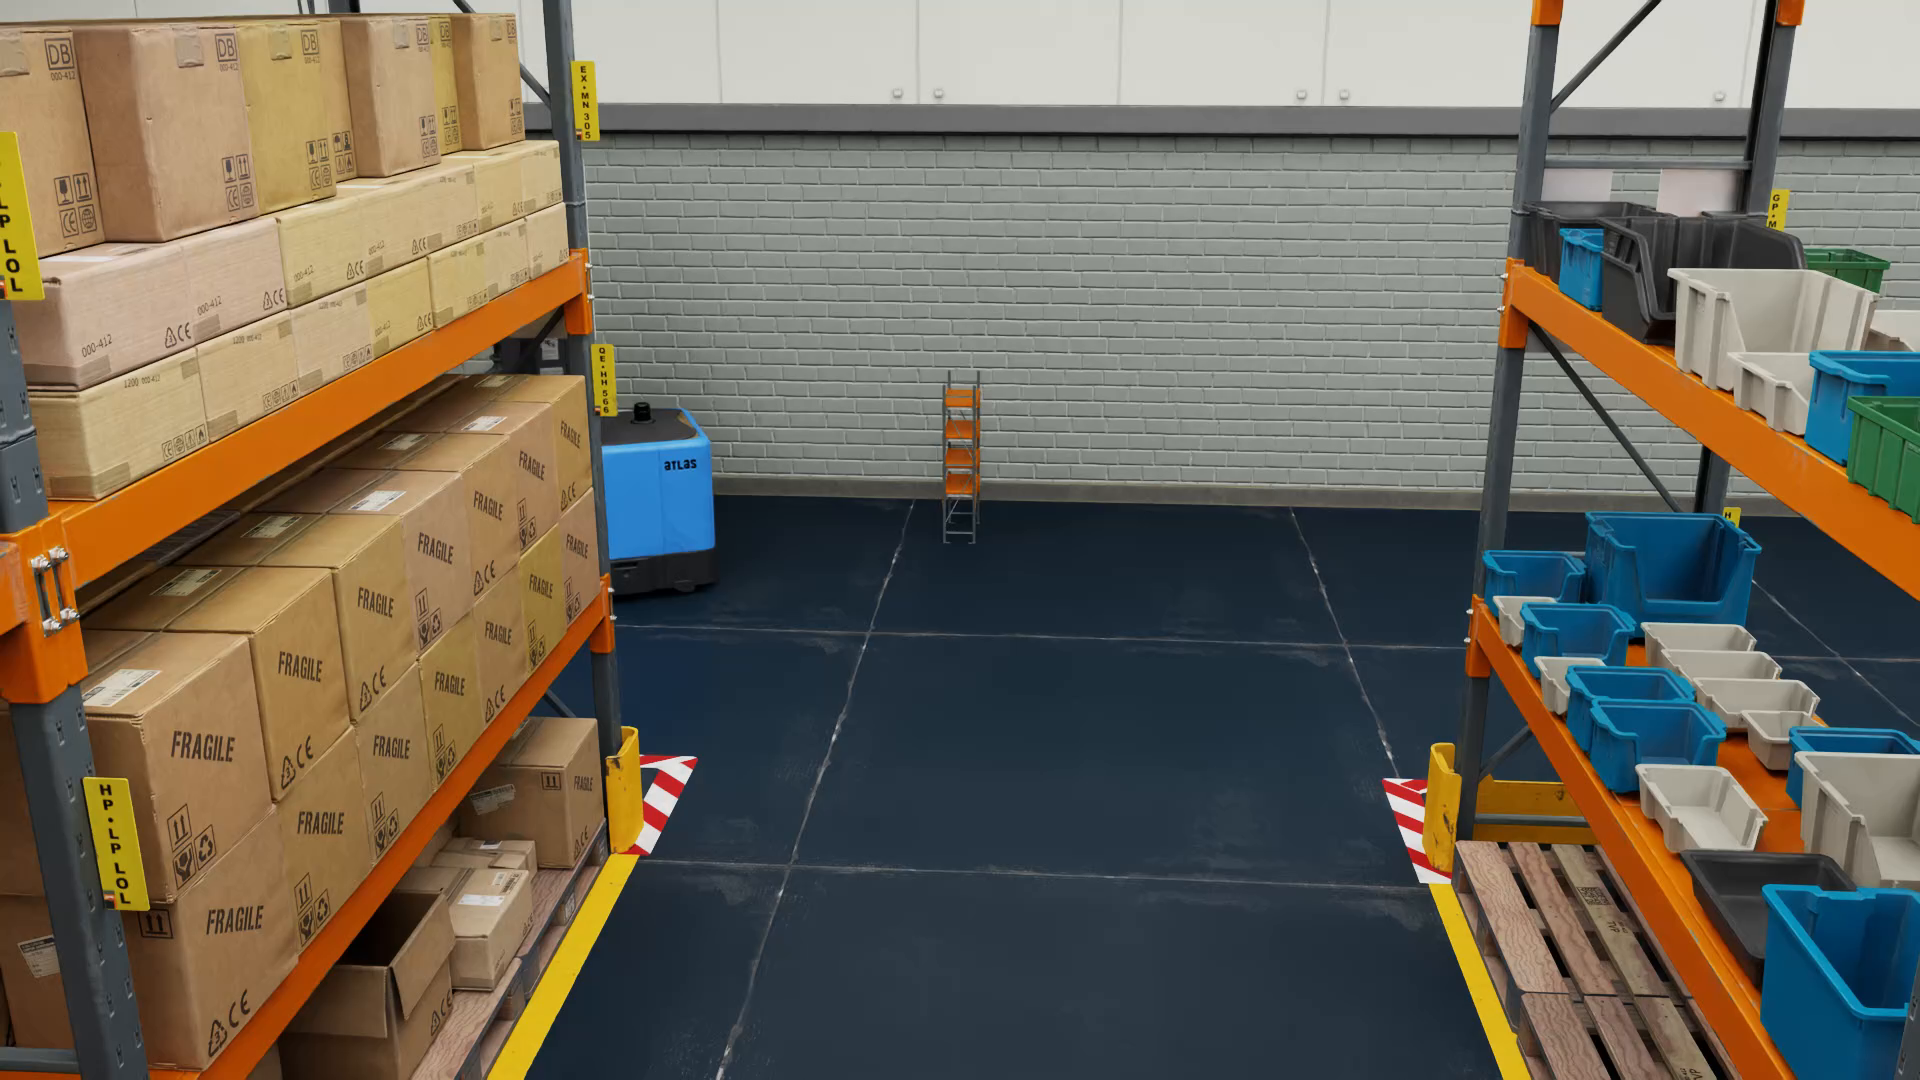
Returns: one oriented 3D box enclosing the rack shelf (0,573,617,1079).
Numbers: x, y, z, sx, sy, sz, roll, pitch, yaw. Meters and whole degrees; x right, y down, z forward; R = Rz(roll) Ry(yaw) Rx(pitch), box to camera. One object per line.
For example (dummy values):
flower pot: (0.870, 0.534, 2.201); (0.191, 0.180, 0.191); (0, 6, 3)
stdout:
rack shelf: (-2.279, 0.935, 5.907); (1.077, 0.370, 4.000); (1, 18, 4)

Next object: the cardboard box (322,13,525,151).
cardboard box: (-2.156, -1.816, 6.564); (0.700, 0.500, 0.500); (1, 18, 4)

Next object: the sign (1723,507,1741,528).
sign: (3.355, 0.014, 7.302); (0.100, 0.325, 0.005); (1, 18, 4)

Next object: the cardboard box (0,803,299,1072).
cardboard box: (-2.114, 1.015, 4.348); (0.500, 0.500, 0.500); (2, 18, 5)

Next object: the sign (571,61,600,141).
sign: (-1.583, -1.855, 7.029); (0.100, 0.325, 0.005); (1, 18, 4)

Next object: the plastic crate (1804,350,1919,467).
plastic crate: (2.265, -0.309, 4.002); (0.416, 0.233, 0.300); (1, 18, 4)

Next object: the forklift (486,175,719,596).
forklift: (-3.224, -1.044, 10.901); (3.031, 2.935, 1.130); (-6, 19, -17)

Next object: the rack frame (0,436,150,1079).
rack frame: (-2.422, 1.215, 3.899); (1.000, 3.000, 0.127); (1, 18, 4)

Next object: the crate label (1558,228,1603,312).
crate label: (2.416, -0.991, 6.053); (0.408, 0.251, 0.502); (1, 18, 4)

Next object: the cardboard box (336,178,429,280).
cardboard box: (-2.022, -0.988, 5.243); (0.500, 0.250, 0.500); (1, 18, 4)

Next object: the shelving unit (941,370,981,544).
shelving unit: (0.012, -0.622, 12.393); (0.258, 1.200, 0.503); (1, 18, 4)

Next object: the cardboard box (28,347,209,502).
cardboard box: (-2.140, -0.285, 3.899); (0.500, 0.250, 0.500); (1, 18, 4)

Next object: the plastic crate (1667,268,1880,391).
plastic crate: (2.338, -0.604, 4.821); (0.437, 0.282, 0.530); (1, 18, 4)

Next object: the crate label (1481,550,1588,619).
crate label: (2.459, 0.204, 7.155); (0.416, 0.233, 0.303); (1, 18, 4)

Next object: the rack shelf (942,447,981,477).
rack shelf: (0.012, -0.558, 12.414); (0.258, 0.148, 0.480); (1, 18, 4)

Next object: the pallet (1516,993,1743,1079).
pallet: (2.617, 2.042, 5.851); (1.003, 0.211, 1.213); (1, 18, 4)

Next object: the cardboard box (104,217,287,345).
cardboard box: (-2.106, -0.678, 4.296); (0.500, 0.250, 0.500); (1, 18, 4)

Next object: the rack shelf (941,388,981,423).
rack shelf: (0.012, -0.995, 12.271); (0.258, 0.148, 0.480); (1, 18, 4)

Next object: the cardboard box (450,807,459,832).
cardboard box: (-2.508, 1.240, 7.692); (0.380, 0.149, 0.250); (1, 18, 4)

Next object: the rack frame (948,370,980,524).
rack frame: (0.029, -0.697, 12.624); (0.240, 1.200, 0.015); (1, 18, 4)

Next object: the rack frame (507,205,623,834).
rack frame: (-2.135, -0.028, 7.690); (1.000, 3.000, 0.127); (1, 18, 4)

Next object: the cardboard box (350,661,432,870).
cardboard box: (-2.042, 0.700, 5.308); (0.500, 0.500, 0.500); (1, 18, 4)

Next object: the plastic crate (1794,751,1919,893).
plastic crate: (2.811, 0.884, 5.002); (0.437, 0.282, 0.530); (1, 18, 4)

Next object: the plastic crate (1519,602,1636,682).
plastic crate: (2.412, 0.409, 6.531); (0.416, 0.233, 0.300); (1, 18, 4)

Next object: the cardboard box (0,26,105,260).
cardboard box: (-2.425, -0.885, 3.724); (0.700, 0.500, 0.500); (1, 18, 4)

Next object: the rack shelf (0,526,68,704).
rack shelf: (-2.566, 0.752, 1.648); (1.077, 0.370, 4.000); (1, 18, 4)

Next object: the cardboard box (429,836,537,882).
cardboard box: (-2.048, 1.408, 7.153); (0.380, 0.166, 0.250); (1, 18, 4)

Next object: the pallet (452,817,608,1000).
pallet: (-2.197, 1.569, 7.297); (1.003, 0.211, 1.213); (1, 18, 4)

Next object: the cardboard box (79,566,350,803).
cardboard box: (-2.071, 0.392, 4.644); (0.500, 0.500, 0.500); (1, 18, 2)

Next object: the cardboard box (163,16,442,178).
cardboard box: (-2.205, -1.505, 5.615); (0.700, 0.500, 0.500); (1, 18, 4)

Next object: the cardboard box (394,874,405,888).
cardboard box: (-2.529, 1.543, 6.606); (0.500, 0.250, 0.500); (1, 18, 4)

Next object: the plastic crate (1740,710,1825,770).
plastic crate: (2.894, 0.707, 5.775); (0.298, 0.136, 0.250); (1, 18, 4)

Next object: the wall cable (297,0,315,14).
wall cable: (-6.315, -3.261, 12.910); (3.097, 2.526, 0.112); (1, 18, 4)

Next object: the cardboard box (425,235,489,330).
cardboard box: (-1.979, -0.906, 5.794); (0.500, 0.250, 0.500); (1, 18, 4)

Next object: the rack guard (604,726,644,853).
rack guard: (-2.141, 1.184, 8.008); (1.175, 0.500, 0.348); (1, 18, 4)

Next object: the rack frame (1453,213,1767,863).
rack frame: (2.805, 0.084, 7.349); (1.000, 3.000, 0.127); (1, 18, 4)

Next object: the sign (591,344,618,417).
sign: (-1.583, -0.710, 7.404); (0.100, 0.325, 0.005); (1, 18, 4)

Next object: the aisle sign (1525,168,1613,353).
aisle sign: (2.514, -1.180, 7.033); (0.394, 0.787, 0.004); (1, 18, 4)

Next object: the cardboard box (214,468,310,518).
cardboard box: (-2.536, 0.057, 5.665); (0.500, 0.500, 0.500); (1, 18, 3)

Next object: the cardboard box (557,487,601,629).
cardboard box: (-1.896, 0.070, 7.232); (0.500, 0.500, 0.500); (2, 18, 6)

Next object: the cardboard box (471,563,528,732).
cardboard box: (-1.971, 0.386, 6.267); (0.500, 0.500, 0.500); (1, 18, 4)

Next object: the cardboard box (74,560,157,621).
cardboard box: (-2.610, 0.370, 4.711); (0.500, 0.500, 0.500); (1, 18, 3)

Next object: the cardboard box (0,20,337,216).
cardboard box: (-2.218, -1.193, 4.663); (0.700, 0.500, 0.500); (1, 18, 4)

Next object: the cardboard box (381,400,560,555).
cardboard box: (-1.928, -0.249, 6.600); (0.500, 0.500, 0.500); (2, 18, 5)

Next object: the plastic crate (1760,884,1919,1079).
plastic crate: (2.211, 1.153, 4.017); (0.392, 0.384, 0.575); (1, 18, 4)

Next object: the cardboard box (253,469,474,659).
cardboard box: (-1.998, 0.072, 5.621); (0.500, 0.500, 0.500); (2, 18, 6)

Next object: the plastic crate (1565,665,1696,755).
plastic crate: (2.364, 0.613, 5.907); (0.416, 0.233, 0.300); (1, 18, 4)

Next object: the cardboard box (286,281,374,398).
cardboard box: (-2.063, -0.596, 4.847); (0.500, 0.250, 0.500); (1, 18, 4)

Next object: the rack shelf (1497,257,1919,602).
rack shelf: (2.662, -0.378, 5.099); (1.077, 0.370, 4.000); (1, 18, 4)

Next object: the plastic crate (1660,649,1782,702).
plastic crate: (2.892, 0.528, 6.322); (0.396, 0.136, 0.243); (1, 18, 4)

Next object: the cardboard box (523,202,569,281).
cardboard box: (-1.909, -1.216, 6.742); (0.500, 0.250, 0.500); (1, 18, 4)

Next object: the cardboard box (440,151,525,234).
cardboard box: (-1.953, -1.299, 6.191); (0.500, 0.250, 0.500); (1, 18, 4)

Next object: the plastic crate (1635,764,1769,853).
plastic crate: (2.343, 0.876, 5.261); (0.293, 0.136, 0.466); (1, 18, 4)

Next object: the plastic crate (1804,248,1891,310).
plastic crate: (3.019, -0.928, 5.961); (0.450, 0.188, 0.336); (1, 18, 4)

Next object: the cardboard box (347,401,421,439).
cardboard box: (-2.460, -0.256, 6.621); (0.500, 0.500, 0.500); (1, 18, 4)

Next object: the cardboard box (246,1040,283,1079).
cardboard box: (-2.611, 1.867, 5.519); (0.500, 0.311, 0.500); (1, 18, 4)
